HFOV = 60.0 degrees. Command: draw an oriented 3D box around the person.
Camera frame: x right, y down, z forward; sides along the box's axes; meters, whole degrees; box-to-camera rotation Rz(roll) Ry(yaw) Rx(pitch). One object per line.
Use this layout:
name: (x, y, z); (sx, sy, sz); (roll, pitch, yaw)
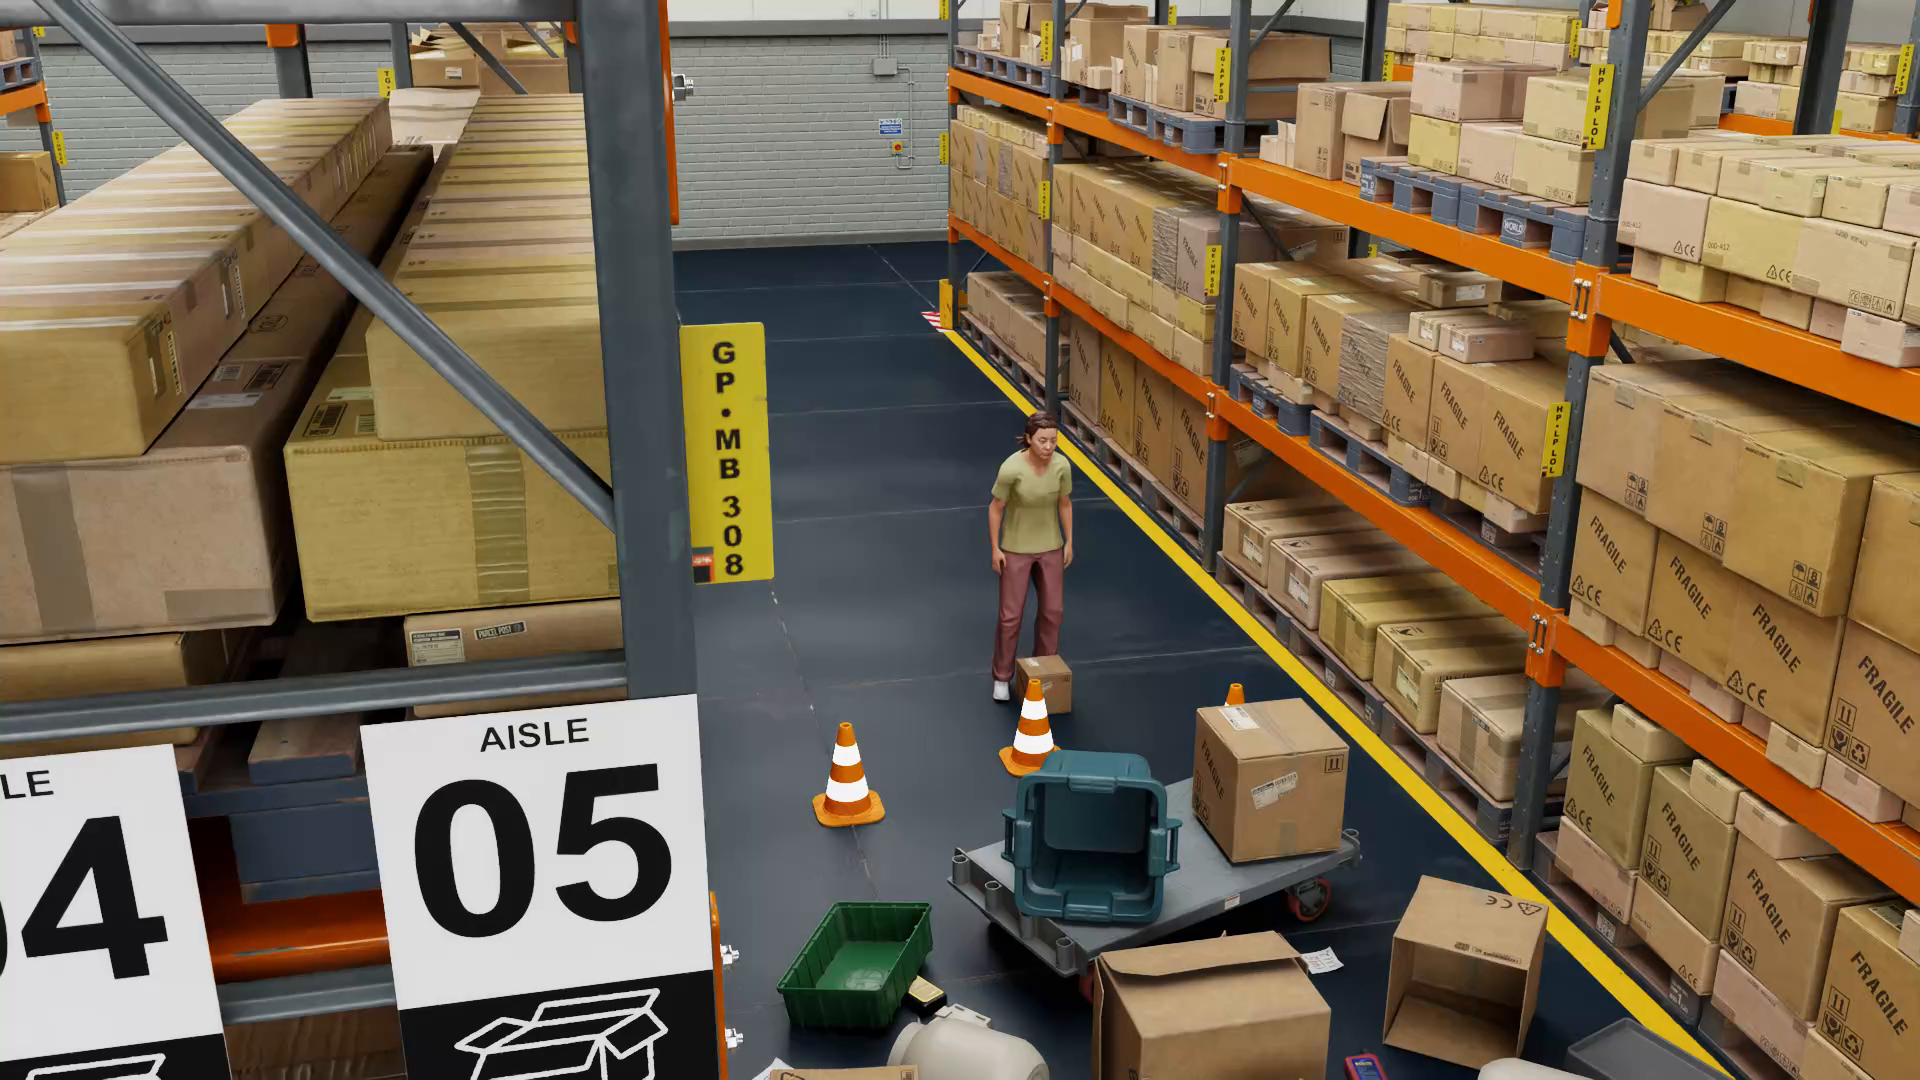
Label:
person: (0.410, 0.070, 9.378); (0.513, 1.671, 0.359); (-6, 20, -16)
